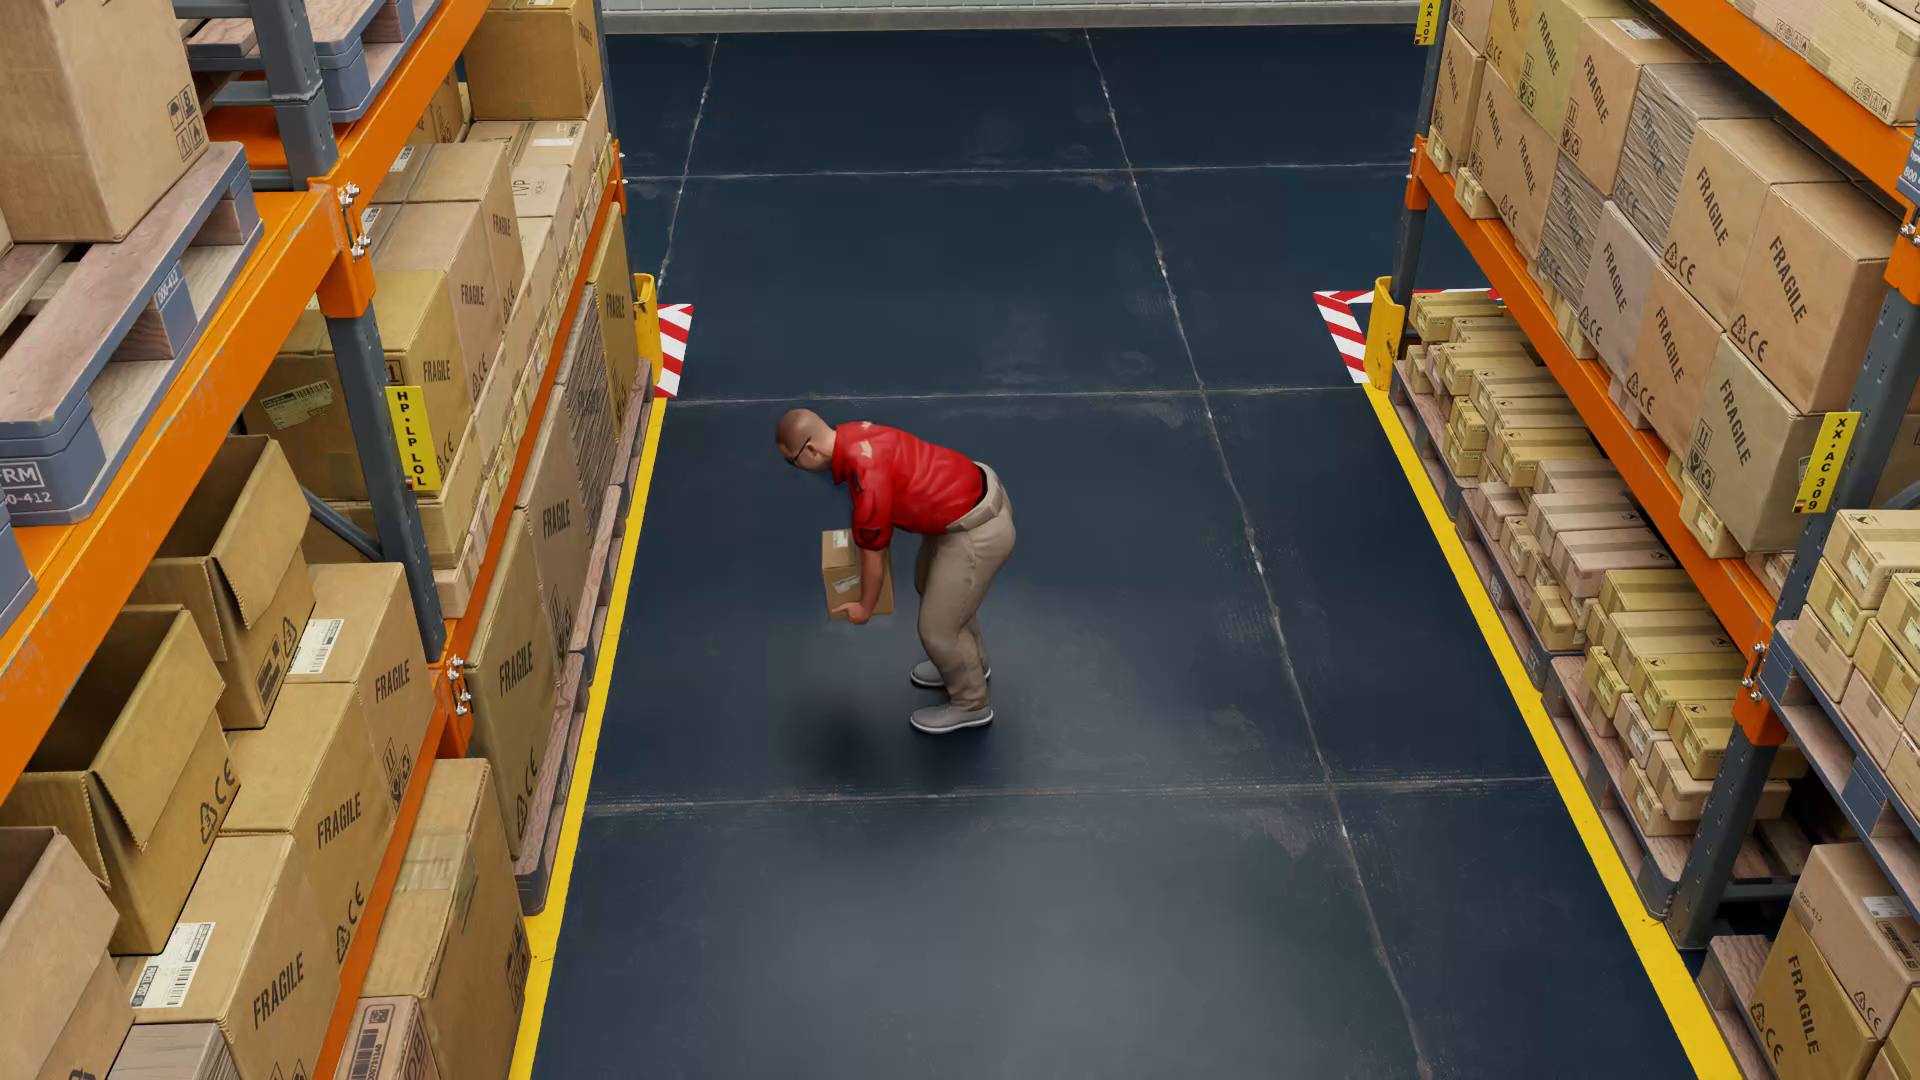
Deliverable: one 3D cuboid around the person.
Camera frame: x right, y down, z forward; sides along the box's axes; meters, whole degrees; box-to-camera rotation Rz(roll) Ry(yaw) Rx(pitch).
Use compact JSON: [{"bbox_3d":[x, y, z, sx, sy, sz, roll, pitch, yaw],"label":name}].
[{"bbox_3d":[-0.232,0.094,6.341,0.876,1.373,0.473,-2,35,-3],"label":"person"}]
